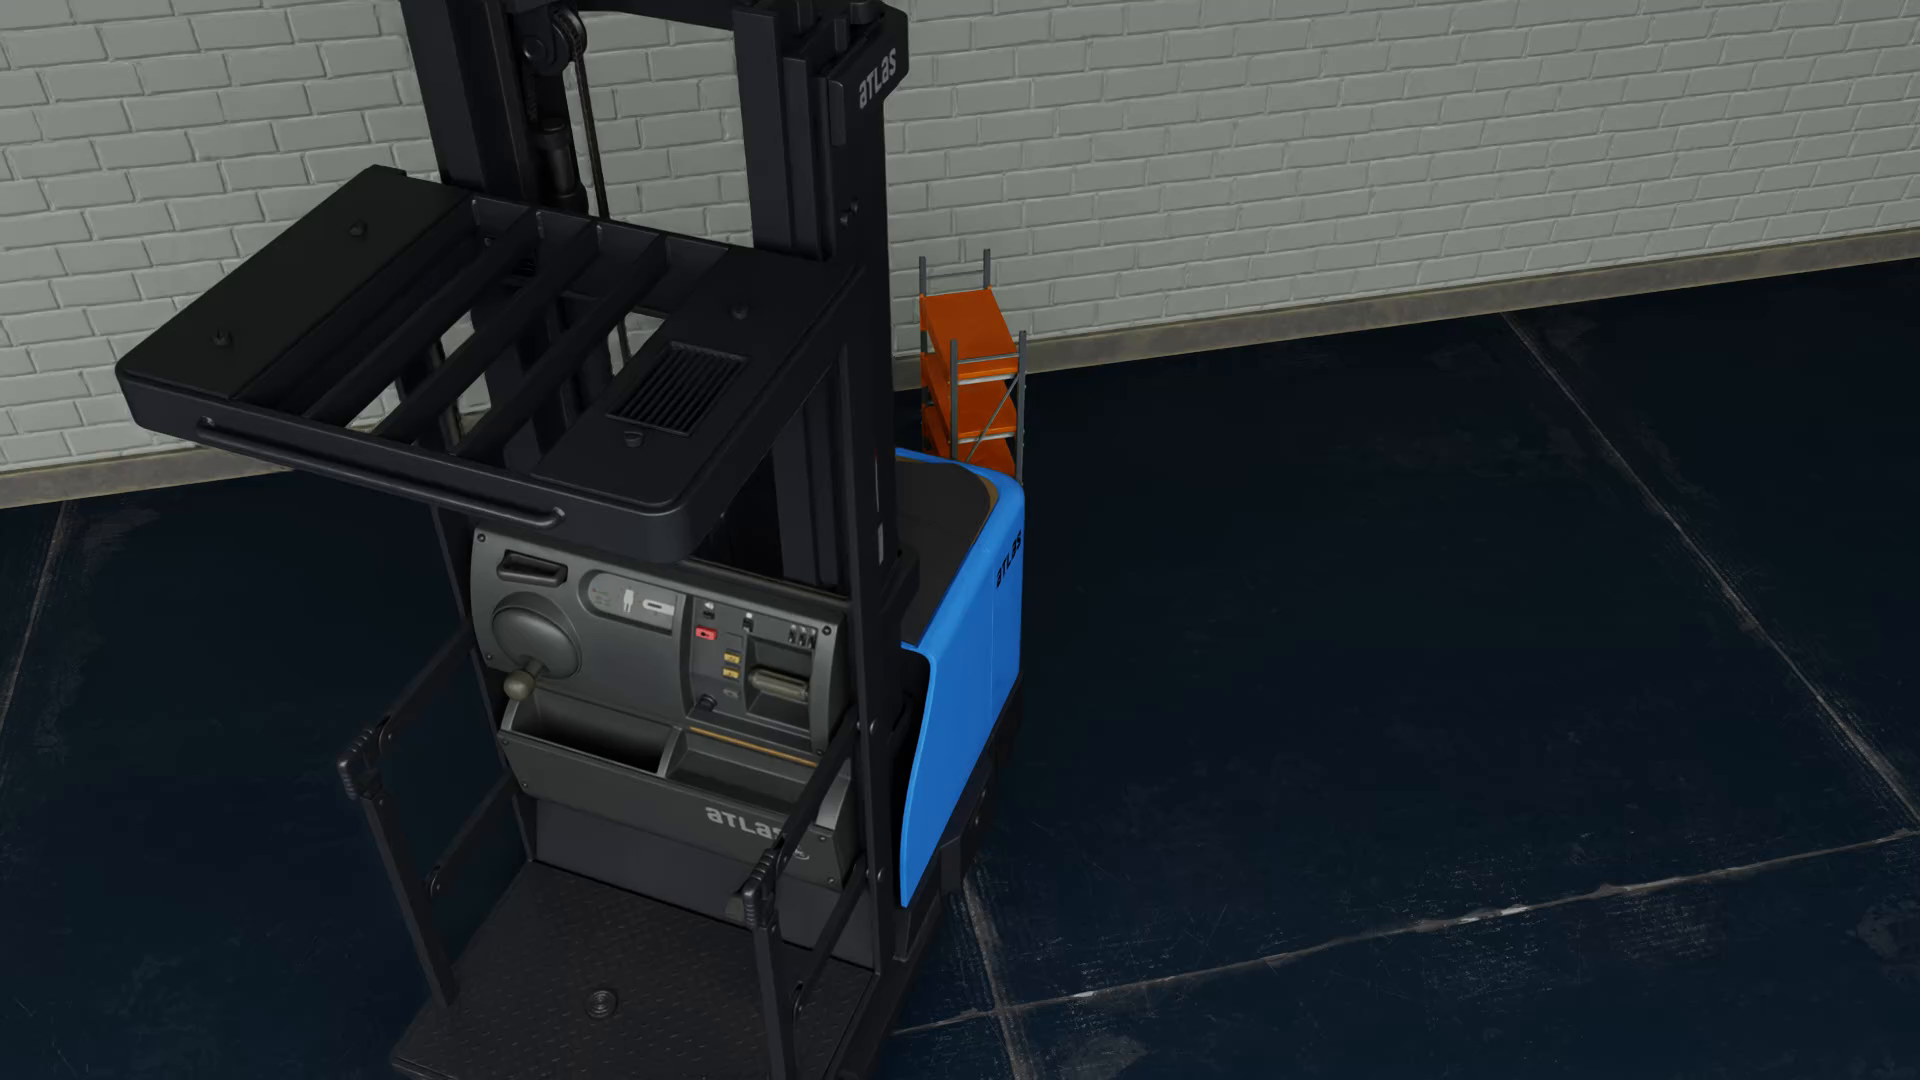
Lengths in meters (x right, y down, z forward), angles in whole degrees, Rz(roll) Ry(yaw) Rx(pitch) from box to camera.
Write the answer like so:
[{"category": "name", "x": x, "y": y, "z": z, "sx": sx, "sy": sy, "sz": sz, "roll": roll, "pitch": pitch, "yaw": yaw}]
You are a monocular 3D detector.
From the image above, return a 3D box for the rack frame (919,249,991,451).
[{"category": "rack frame", "x": -0.017, "y": -0.500, "z": 5.909, "sx": 0.240, "sy": 1.200, "sz": 0.015, "roll": -8, "pitch": 42, "yaw": -9}]

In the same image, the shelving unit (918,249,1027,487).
[{"category": "shelving unit", "x": 0.036, "y": -0.341, "z": 5.731, "sx": 0.258, "sy": 1.200, "sz": 0.503, "roll": -8, "pitch": 42, "yaw": -9}]

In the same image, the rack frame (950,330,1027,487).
[{"category": "rack frame", "x": 0.088, "y": -0.183, "z": 5.553, "sx": 0.240, "sy": 1.200, "sz": 0.015, "roll": -8, "pitch": 42, "yaw": -9}]

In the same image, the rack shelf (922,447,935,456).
[{"category": "rack shelf", "x": 0.036, "y": -0.143, "z": 5.907, "sx": 0.258, "sy": 0.148, "sz": 0.480, "roll": -8, "pitch": 42, "yaw": -9}]

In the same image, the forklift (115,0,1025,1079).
[{"category": "forklift", "x": -0.787, "y": 0.324, "z": 3.678, "sx": 1.130, "sy": 2.935, "sz": 3.031, "roll": 14, "pitch": 43, "yaw": 15}]

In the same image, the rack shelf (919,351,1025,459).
[{"category": "rack shelf", "x": 0.036, "y": -0.458, "z": 5.627, "sx": 0.258, "sy": 0.148, "sz": 0.480, "roll": -8, "pitch": 42, "yaw": -9}]

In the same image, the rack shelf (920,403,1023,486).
[{"category": "rack shelf", "x": 0.036, "y": -0.291, "z": 5.775, "sx": 0.258, "sy": 0.148, "sz": 0.480, "roll": -8, "pitch": 42, "yaw": -9}]

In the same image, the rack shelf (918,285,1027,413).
[{"category": "rack shelf", "x": 0.036, "y": -0.635, "z": 5.470, "sx": 0.258, "sy": 0.148, "sz": 0.480, "roll": -8, "pitch": 42, "yaw": -9}]
